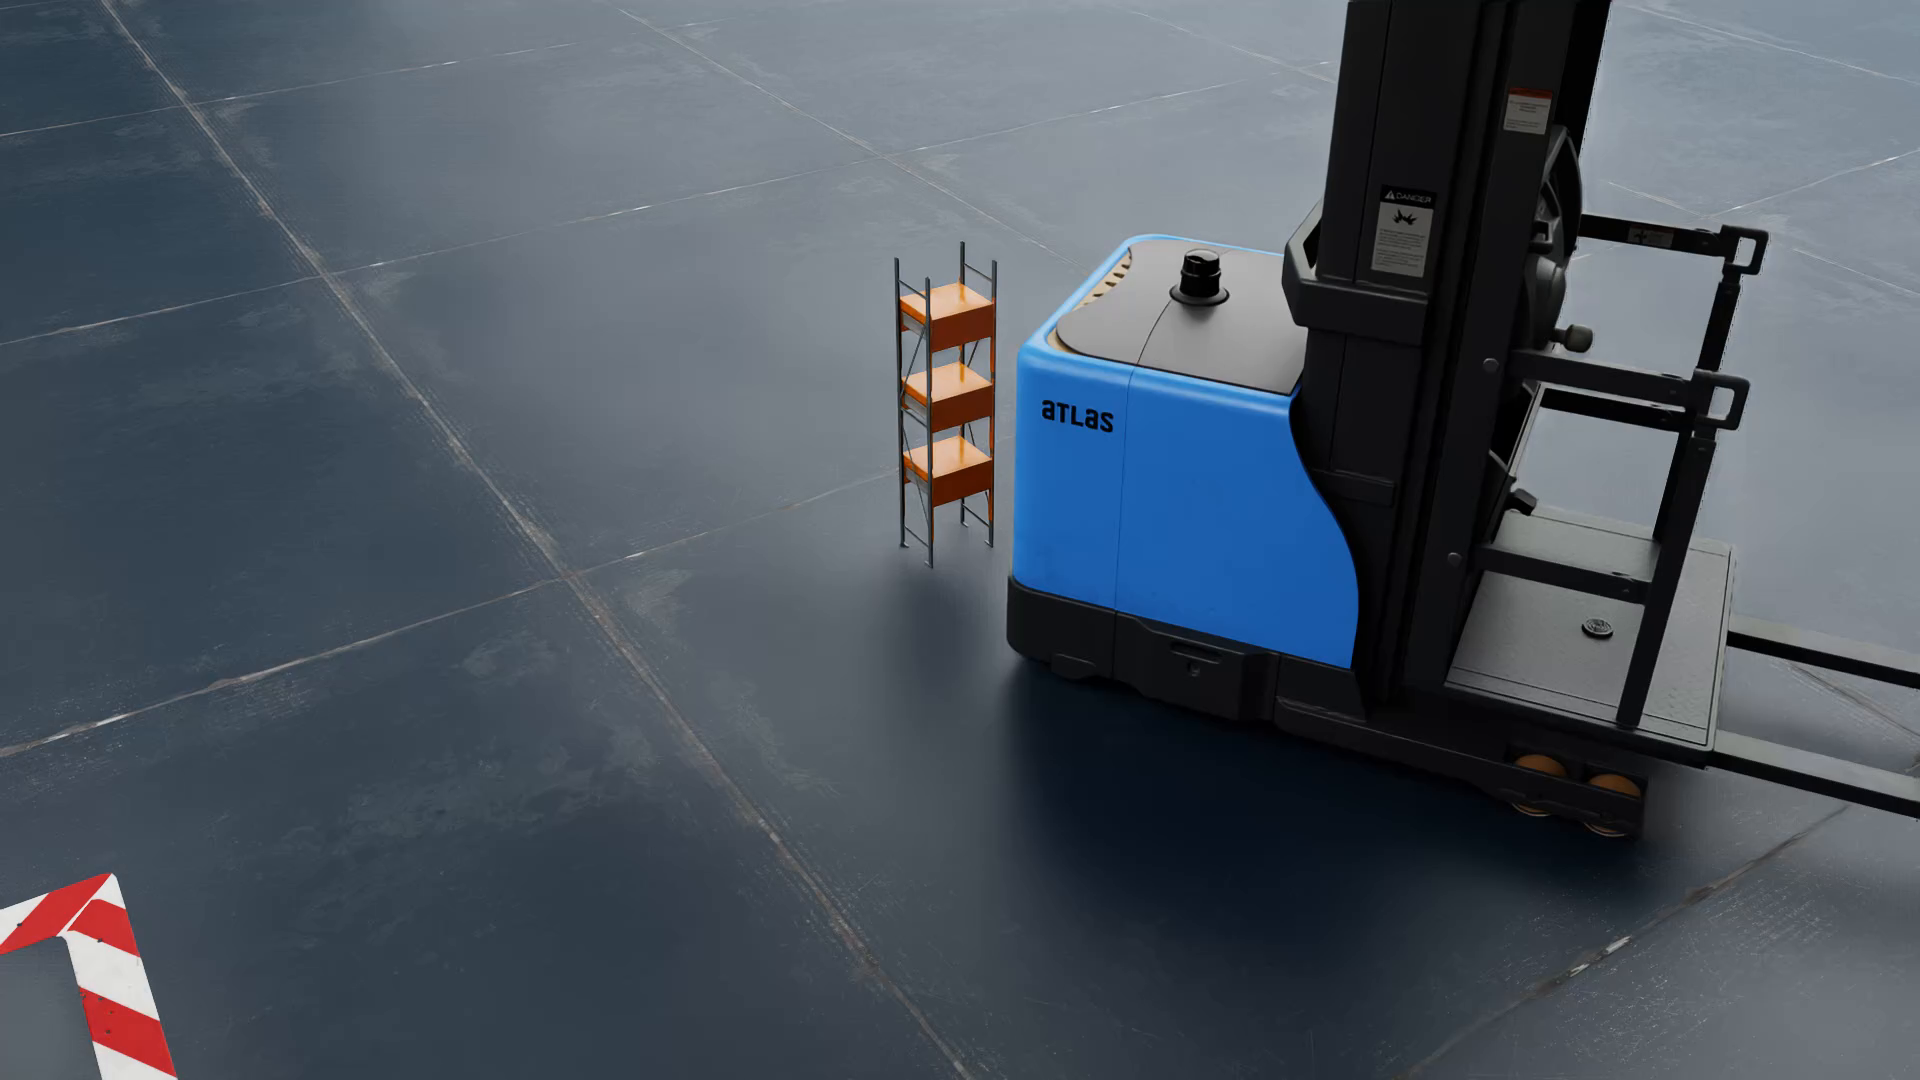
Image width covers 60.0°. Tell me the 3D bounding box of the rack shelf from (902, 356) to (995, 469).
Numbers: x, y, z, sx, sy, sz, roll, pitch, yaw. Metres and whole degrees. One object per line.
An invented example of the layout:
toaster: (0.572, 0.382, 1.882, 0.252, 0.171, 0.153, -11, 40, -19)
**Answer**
rack shelf: (-0.045, -0.420, 5.451, 0.240, 0.259, 0.215, -19, 37, -27)

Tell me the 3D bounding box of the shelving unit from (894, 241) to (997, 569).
shelving unit: (-0.045, -0.429, 5.445, 0.252, 1.050, 0.215, -19, 37, -27)

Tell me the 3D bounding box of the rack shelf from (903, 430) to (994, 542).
rack shelf: (-0.045, -0.185, 5.599, 0.240, 0.259, 0.215, -19, 37, -27)

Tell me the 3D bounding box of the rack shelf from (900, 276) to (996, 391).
rack shelf: (-0.045, -0.660, 5.300, 0.240, 0.259, 0.215, -19, 37, -27)

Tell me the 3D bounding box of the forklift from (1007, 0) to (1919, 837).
forklift: (1.704, -0.764, 4.215, 3.031, 2.935, 1.130, 14, 35, 21)

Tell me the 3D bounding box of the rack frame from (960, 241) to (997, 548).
rack frame: (0.058, -0.464, 5.501, 0.008, 1.050, 0.200, -19, 37, -27)

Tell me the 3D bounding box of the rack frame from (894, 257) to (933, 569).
rack frame: (-0.148, -0.393, 5.389, 0.008, 1.050, 0.200, -19, 37, -27)
